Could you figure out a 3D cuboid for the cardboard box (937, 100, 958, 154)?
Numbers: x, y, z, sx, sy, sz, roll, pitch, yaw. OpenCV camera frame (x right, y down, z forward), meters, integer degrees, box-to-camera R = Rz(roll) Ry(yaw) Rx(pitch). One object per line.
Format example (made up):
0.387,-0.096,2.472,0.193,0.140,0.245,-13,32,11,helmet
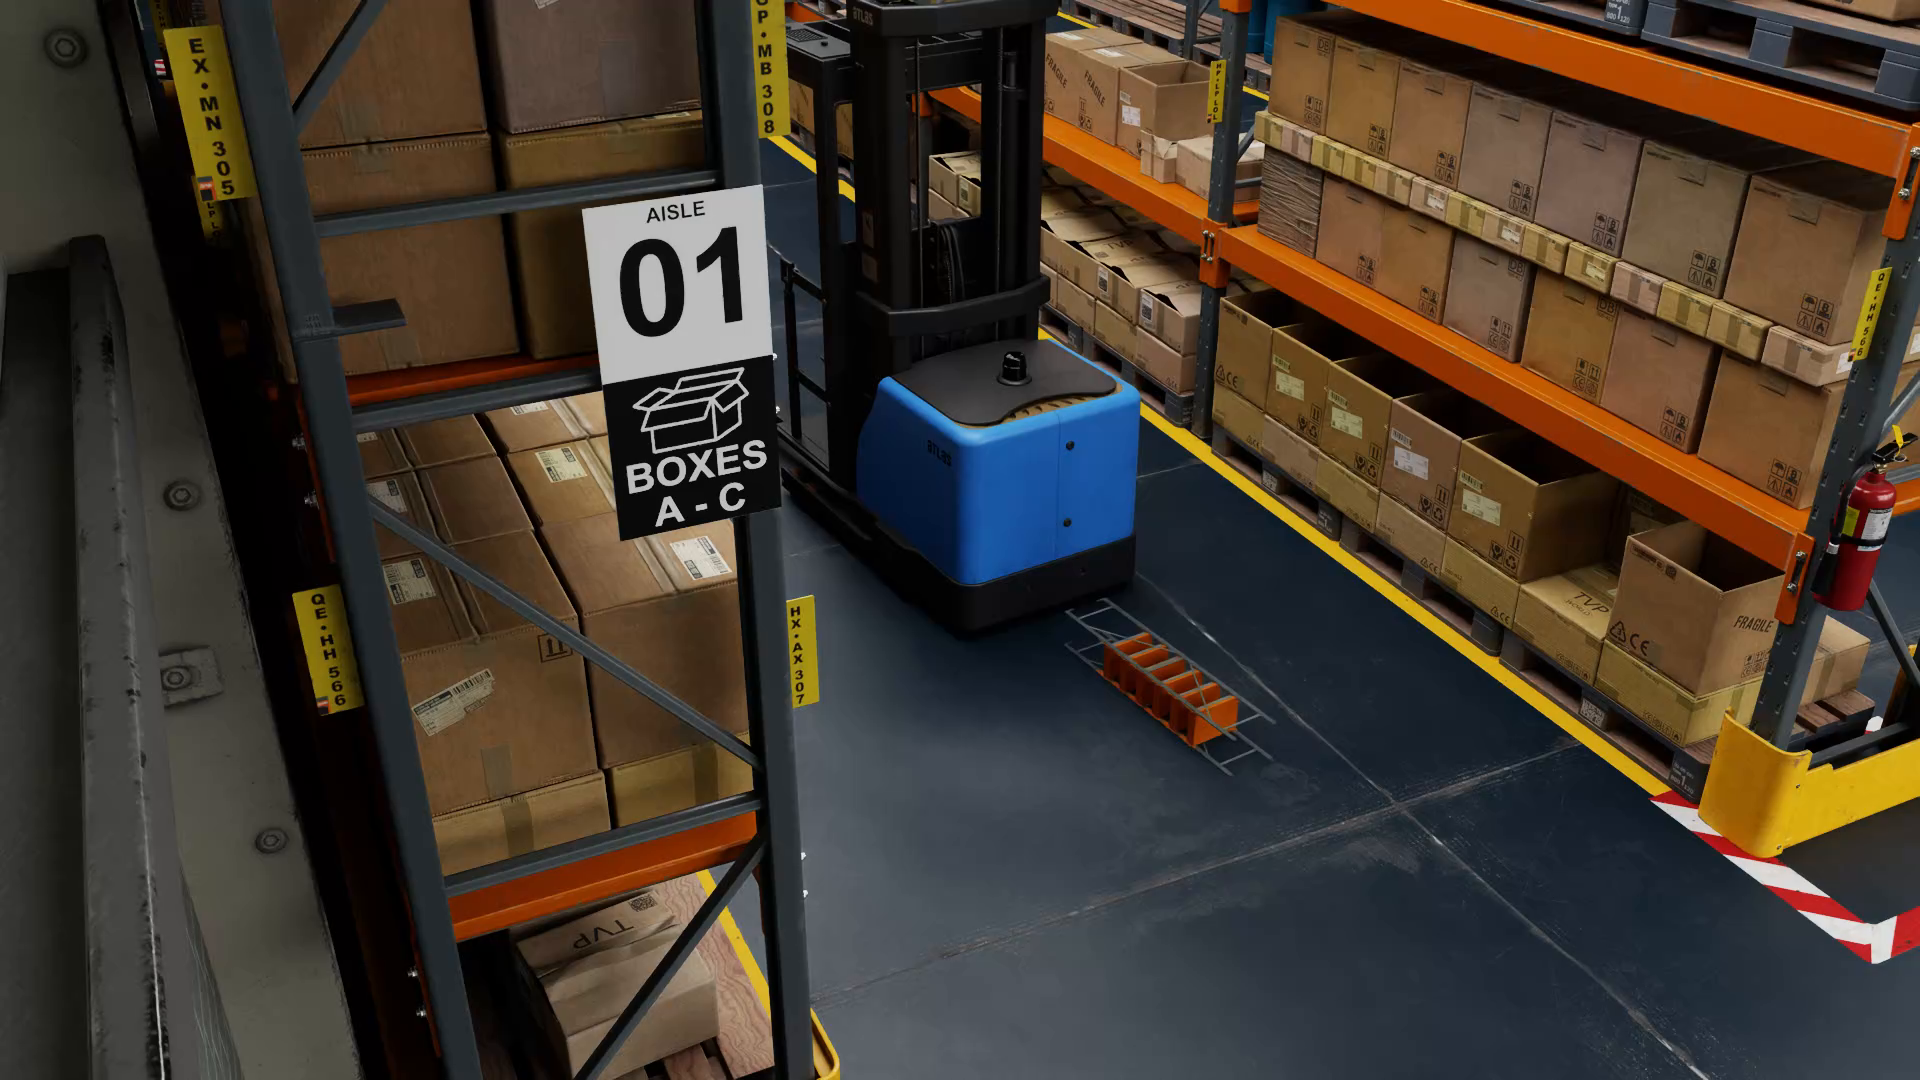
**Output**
-0.035,-3.385,13.825,0.500,0.500,0.500,-14,32,-24,cardboard box

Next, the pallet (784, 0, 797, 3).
-1.341,-5.099,14.973,1.003,0.211,1.213,-13,32,-22,pallet

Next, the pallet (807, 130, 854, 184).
-0.674,-3.452,14.690,1.003,0.211,1.213,-13,32,-22,pallet

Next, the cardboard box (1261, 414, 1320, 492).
1.985,-0.519,8.990,0.500,0.250,0.500,-13,32,-22,cardboard box

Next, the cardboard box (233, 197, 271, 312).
-1.545,-0.921,4.136,0.500,0.500,0.500,-13,32,-22,cardboard box

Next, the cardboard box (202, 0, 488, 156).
-1.327,-1.149,3.520,0.500,0.500,0.500,-12,31,-20,cardboard box

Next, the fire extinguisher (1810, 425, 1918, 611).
3.198,-0.075,5.895,0.296,0.674,0.183,-13,32,-22,fire extinguisher

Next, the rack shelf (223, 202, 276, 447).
-3.482,-1.553,9.188,1.077,0.370,4.000,-13,32,-22,rack shelf

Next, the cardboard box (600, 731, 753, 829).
-0.829,0.558,4.821,0.500,0.250,0.500,-14,32,-23,cardboard box

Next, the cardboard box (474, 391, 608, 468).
-1.259,-0.211,5.425,0.500,0.500,0.500,-14,32,-24,cardboard box

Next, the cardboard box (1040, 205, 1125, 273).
0.763,-2.045,11.138,0.500,0.311,0.500,-13,32,-23,cardboard box

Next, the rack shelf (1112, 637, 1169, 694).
0.822,0.564,7.546,0.258,0.180,0.103,-17,34,-28,rack shelf

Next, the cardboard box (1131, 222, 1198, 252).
1.463,-1.939,10.950,0.500,0.311,0.500,-14,32,-24,cardboard box

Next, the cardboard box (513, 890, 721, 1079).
-1.122,1.440,5.415,0.500,0.311,0.500,-17,33,-28,cardboard box

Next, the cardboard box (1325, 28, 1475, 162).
2.264,-2.217,8.208,0.700,0.500,0.500,-13,32,-22,cardboard box

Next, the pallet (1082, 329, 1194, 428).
1.498,-1.126,10.542,1.003,0.211,1.213,-13,32,-22,pallet

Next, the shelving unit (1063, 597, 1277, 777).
0.910,0.632,7.424,0.258,0.189,1.200,-17,34,-28,shelving unit

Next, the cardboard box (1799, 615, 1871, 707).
3.537,0.474,7.219,0.500,0.250,0.500,-13,32,-22,cardboard box

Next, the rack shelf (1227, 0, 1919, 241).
2.708,-2.136,7.161,1.077,0.370,4.000,-13,32,-22,rack shelf

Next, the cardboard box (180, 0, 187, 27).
-2.640,-2.075,6.193,0.500,0.500,0.500,-12,31,-20,cardboard box

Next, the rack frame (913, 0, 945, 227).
0.132,-3.792,12.446,1.000,3.000,0.127,-13,32,-22,rack frame

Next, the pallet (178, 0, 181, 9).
-2.792,-2.505,7.275,1.213,0.211,1.003,-13,32,-22,pallet

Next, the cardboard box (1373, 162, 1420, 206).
2.229,-1.741,8.023,0.380,0.149,0.250,-14,32,-24,cardboard box

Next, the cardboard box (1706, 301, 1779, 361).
3.117,-0.829,6.396,0.380,0.149,0.250,-12,32,-21,cardboard box

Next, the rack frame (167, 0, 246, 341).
-4.340,-2.750,10.588,1.000,3.000,0.127,-13,32,-22,rack frame

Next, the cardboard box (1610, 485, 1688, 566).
3.321,-0.073,7.429,0.500,0.500,0.500,-13,32,-22,cardboard box

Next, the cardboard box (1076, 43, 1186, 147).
1.093,-2.865,10.691,0.500,0.500,0.500,-13,32,-22,cardboard box

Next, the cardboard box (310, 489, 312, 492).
-2.154,-0.224,6.215,0.500,0.250,0.500,-14,32,-23,cardboard box

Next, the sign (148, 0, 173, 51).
-4.840,-3.137,10.094,0.100,0.325,0.005,-13,32,-22,sign

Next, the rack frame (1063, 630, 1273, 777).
0.910,0.712,7.469,0.240,0.006,1.200,-17,34,-28,rack frame

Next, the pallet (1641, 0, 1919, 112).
3.286,-1.846,5.998,1.003,0.211,1.213,-13,32,-22,pallet

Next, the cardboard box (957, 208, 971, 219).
0.308,-2.261,12.097,0.500,0.250,0.500,-14,32,-23,cardboard box

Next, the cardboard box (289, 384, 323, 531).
-1.949,-0.325,5.628,0.500,0.500,0.500,-13,32,-21,cardboard box

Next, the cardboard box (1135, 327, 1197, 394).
1.409,-1.131,10.083,0.500,0.250,0.500,-13,32,-22,cardboard box

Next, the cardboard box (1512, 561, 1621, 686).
2.844,0.365,7.415,0.500,0.250,0.500,-13,32,-22,cardboard box

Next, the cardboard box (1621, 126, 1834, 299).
3.124,-1.331,6.628,0.700,0.500,0.500,-14,32,-23,cardboard box

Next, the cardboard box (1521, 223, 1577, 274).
2.673,-1.285,7.210,0.380,0.149,0.250,-12,32,-21,cardboard box

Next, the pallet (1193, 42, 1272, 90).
3.184,-5.032,17.507,1.003,0.211,1.213,-13,32,-22,pallet

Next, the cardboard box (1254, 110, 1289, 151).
1.790,-2.192,8.827,0.380,0.149,0.250,-13,32,-22,cardboard box

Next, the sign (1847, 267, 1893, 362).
3.070,-0.759,5.610,0.100,0.325,0.005,-13,32,-22,sign

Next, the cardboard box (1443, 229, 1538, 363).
2.711,-1.194,7.710,0.700,0.500,0.500,-12,31,-21,cardboard box

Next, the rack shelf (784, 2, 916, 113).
-0.727,-4.362,14.197,1.077,0.370,4.000,-13,32,-22,rack shelf

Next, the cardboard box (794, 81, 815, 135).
-1.151,-3.940,14.816,0.500,0.500,0.500,-13,32,-21,cardboard box

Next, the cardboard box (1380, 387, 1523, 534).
2.411,-0.403,8.018,0.500,0.500,0.500,-13,32,-22,cardboard box

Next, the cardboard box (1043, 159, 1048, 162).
0.579,-2.841,12.558,0.500,0.311,0.500,-12,32,-21,cardboard box

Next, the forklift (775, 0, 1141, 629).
-0.324,-1.539,8.498,1.130,2.935,3.031,-17,33,-27,forklift
